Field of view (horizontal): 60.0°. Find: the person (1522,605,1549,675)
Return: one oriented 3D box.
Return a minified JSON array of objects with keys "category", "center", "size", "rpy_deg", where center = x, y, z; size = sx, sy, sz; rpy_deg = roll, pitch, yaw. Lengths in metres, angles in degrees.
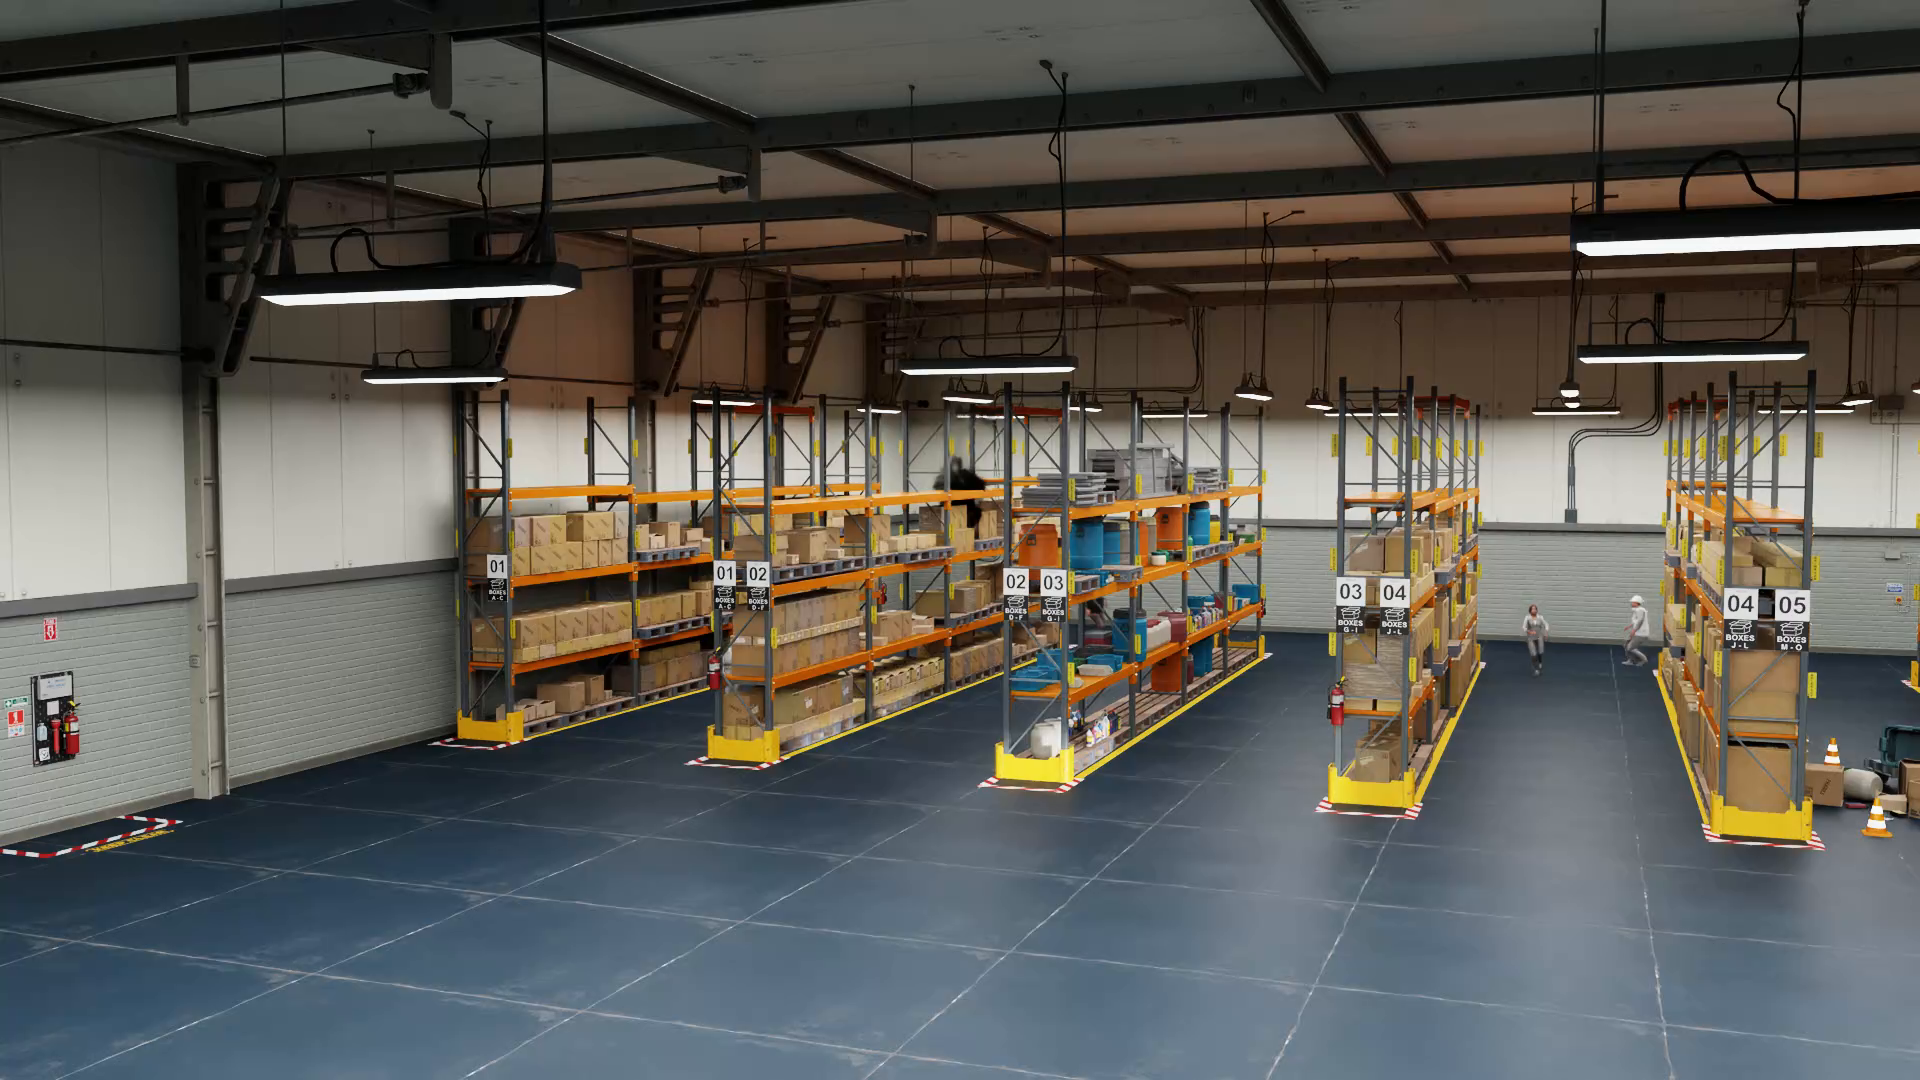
[{"category":"person","center":[12.705,2.213,36.737],"size":[0.552,1.557,0.480],"rpy_deg":[1,3,17]}]

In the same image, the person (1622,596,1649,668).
[{"category":"person","center":[15.447,2.091,37.972],"size":[0.517,1.649,0.861],"rpy_deg":[1,3,16]}]

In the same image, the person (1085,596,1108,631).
[{"category":"person","center":[3.444,1.850,41.975],"size":[0.728,1.675,0.573],"rpy_deg":[-2,4,-35]}]

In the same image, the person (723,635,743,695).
[{"category":"person","center":[-4.133,2.533,30.296],"size":[0.653,1.646,0.642],"rpy_deg":[1,3,11]}]
